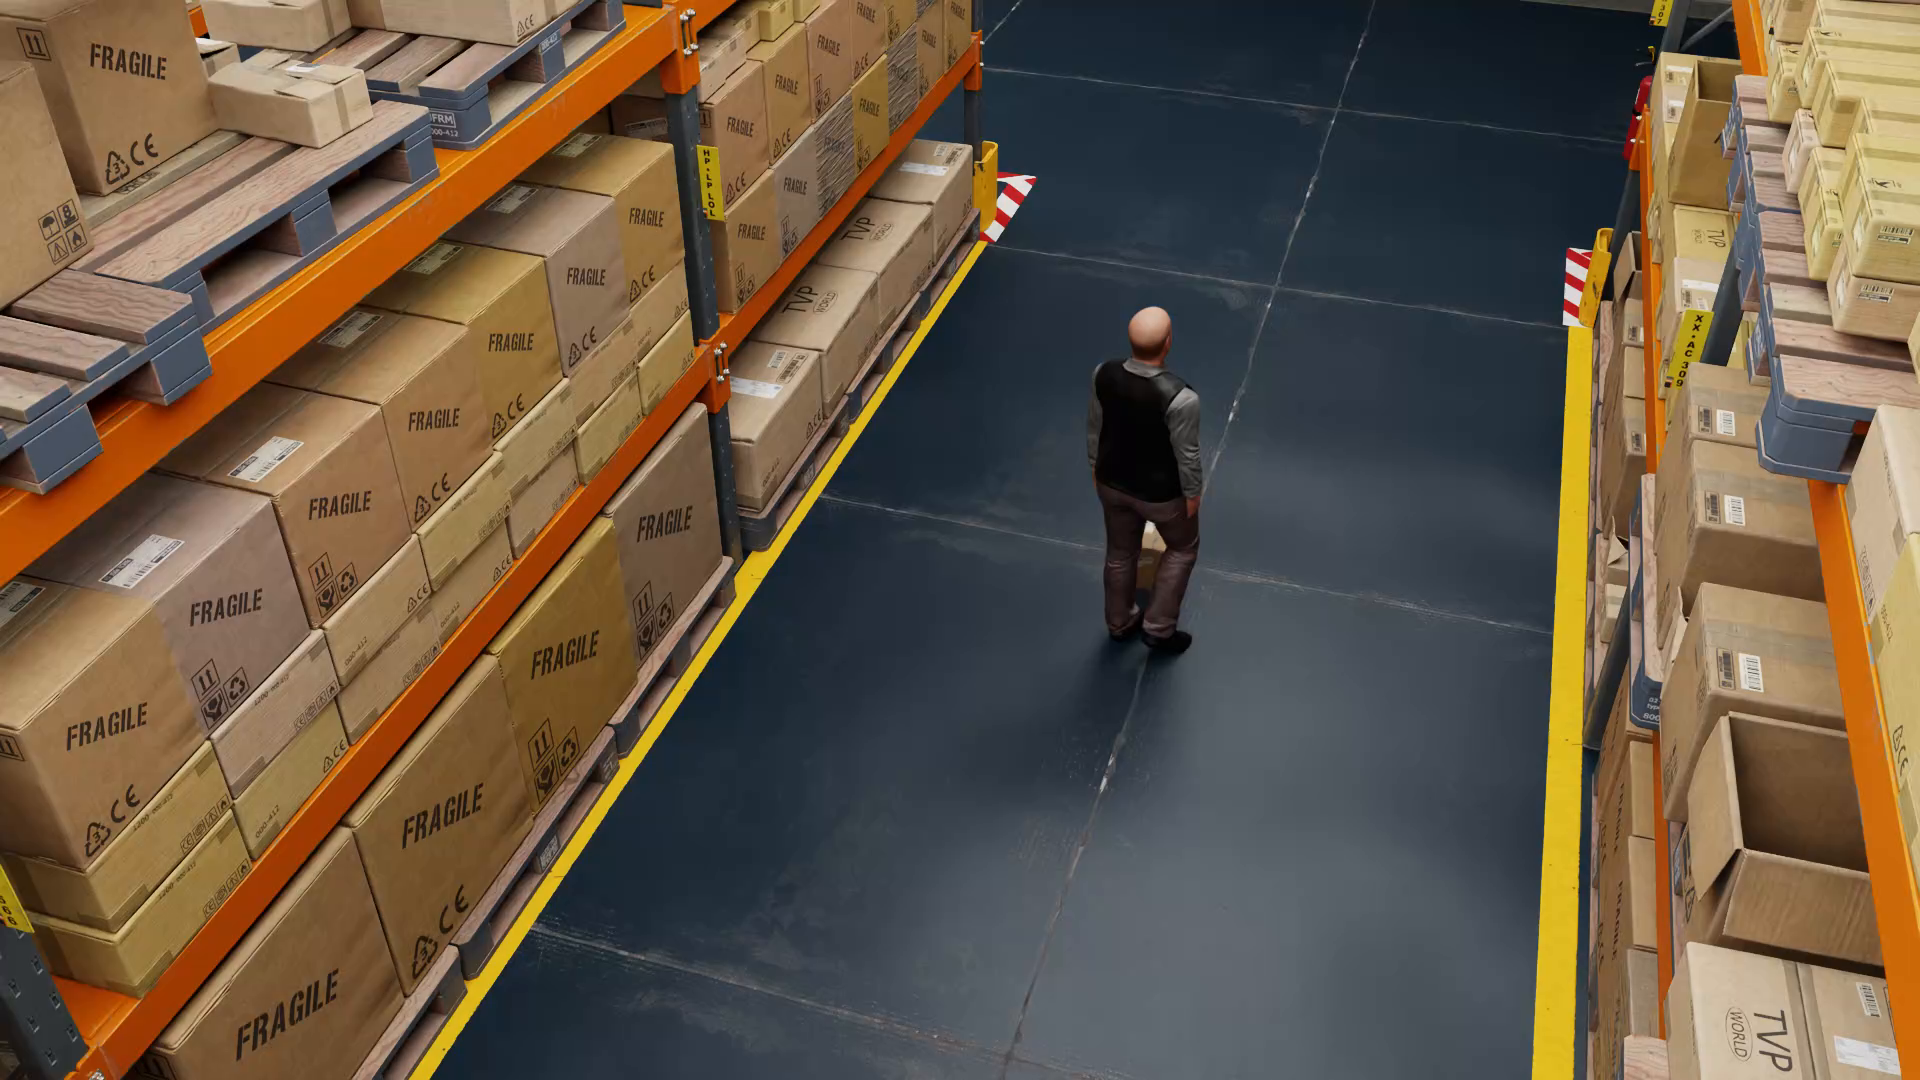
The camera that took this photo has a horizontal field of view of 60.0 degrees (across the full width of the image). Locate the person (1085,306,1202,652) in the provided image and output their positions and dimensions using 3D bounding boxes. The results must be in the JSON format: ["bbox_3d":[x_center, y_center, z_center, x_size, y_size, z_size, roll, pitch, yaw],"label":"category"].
[{"bbox_3d":[0.814,-0.251,7.258,0.545,1.750,0.394,23,42,27],"label":"person"}]
